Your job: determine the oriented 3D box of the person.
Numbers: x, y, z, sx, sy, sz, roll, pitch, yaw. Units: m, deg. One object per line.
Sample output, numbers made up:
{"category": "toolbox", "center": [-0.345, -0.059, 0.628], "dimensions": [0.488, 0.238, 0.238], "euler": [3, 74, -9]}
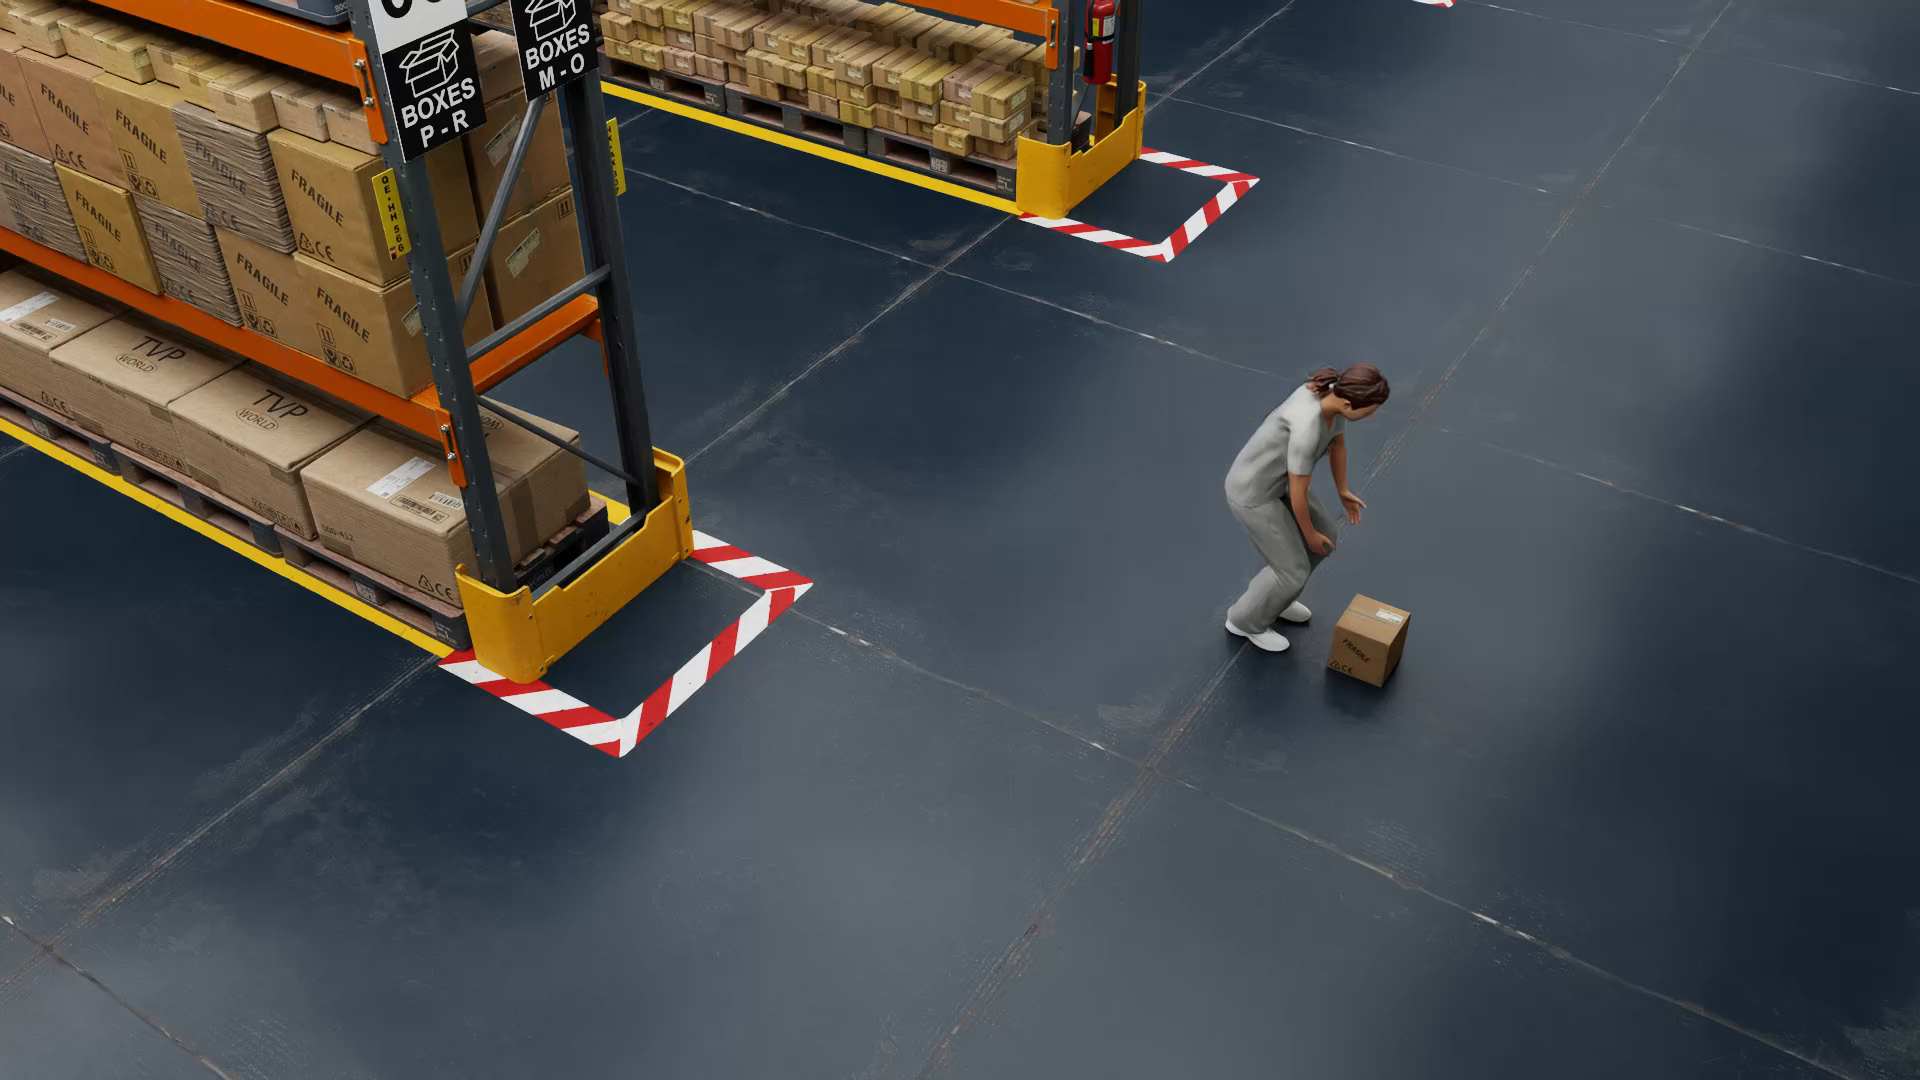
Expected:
{"category": "person", "center": [1.447, -0.186, 7.105], "dimensions": [0.596, 1.444, 0.489], "euler": [22, 44, 25]}
